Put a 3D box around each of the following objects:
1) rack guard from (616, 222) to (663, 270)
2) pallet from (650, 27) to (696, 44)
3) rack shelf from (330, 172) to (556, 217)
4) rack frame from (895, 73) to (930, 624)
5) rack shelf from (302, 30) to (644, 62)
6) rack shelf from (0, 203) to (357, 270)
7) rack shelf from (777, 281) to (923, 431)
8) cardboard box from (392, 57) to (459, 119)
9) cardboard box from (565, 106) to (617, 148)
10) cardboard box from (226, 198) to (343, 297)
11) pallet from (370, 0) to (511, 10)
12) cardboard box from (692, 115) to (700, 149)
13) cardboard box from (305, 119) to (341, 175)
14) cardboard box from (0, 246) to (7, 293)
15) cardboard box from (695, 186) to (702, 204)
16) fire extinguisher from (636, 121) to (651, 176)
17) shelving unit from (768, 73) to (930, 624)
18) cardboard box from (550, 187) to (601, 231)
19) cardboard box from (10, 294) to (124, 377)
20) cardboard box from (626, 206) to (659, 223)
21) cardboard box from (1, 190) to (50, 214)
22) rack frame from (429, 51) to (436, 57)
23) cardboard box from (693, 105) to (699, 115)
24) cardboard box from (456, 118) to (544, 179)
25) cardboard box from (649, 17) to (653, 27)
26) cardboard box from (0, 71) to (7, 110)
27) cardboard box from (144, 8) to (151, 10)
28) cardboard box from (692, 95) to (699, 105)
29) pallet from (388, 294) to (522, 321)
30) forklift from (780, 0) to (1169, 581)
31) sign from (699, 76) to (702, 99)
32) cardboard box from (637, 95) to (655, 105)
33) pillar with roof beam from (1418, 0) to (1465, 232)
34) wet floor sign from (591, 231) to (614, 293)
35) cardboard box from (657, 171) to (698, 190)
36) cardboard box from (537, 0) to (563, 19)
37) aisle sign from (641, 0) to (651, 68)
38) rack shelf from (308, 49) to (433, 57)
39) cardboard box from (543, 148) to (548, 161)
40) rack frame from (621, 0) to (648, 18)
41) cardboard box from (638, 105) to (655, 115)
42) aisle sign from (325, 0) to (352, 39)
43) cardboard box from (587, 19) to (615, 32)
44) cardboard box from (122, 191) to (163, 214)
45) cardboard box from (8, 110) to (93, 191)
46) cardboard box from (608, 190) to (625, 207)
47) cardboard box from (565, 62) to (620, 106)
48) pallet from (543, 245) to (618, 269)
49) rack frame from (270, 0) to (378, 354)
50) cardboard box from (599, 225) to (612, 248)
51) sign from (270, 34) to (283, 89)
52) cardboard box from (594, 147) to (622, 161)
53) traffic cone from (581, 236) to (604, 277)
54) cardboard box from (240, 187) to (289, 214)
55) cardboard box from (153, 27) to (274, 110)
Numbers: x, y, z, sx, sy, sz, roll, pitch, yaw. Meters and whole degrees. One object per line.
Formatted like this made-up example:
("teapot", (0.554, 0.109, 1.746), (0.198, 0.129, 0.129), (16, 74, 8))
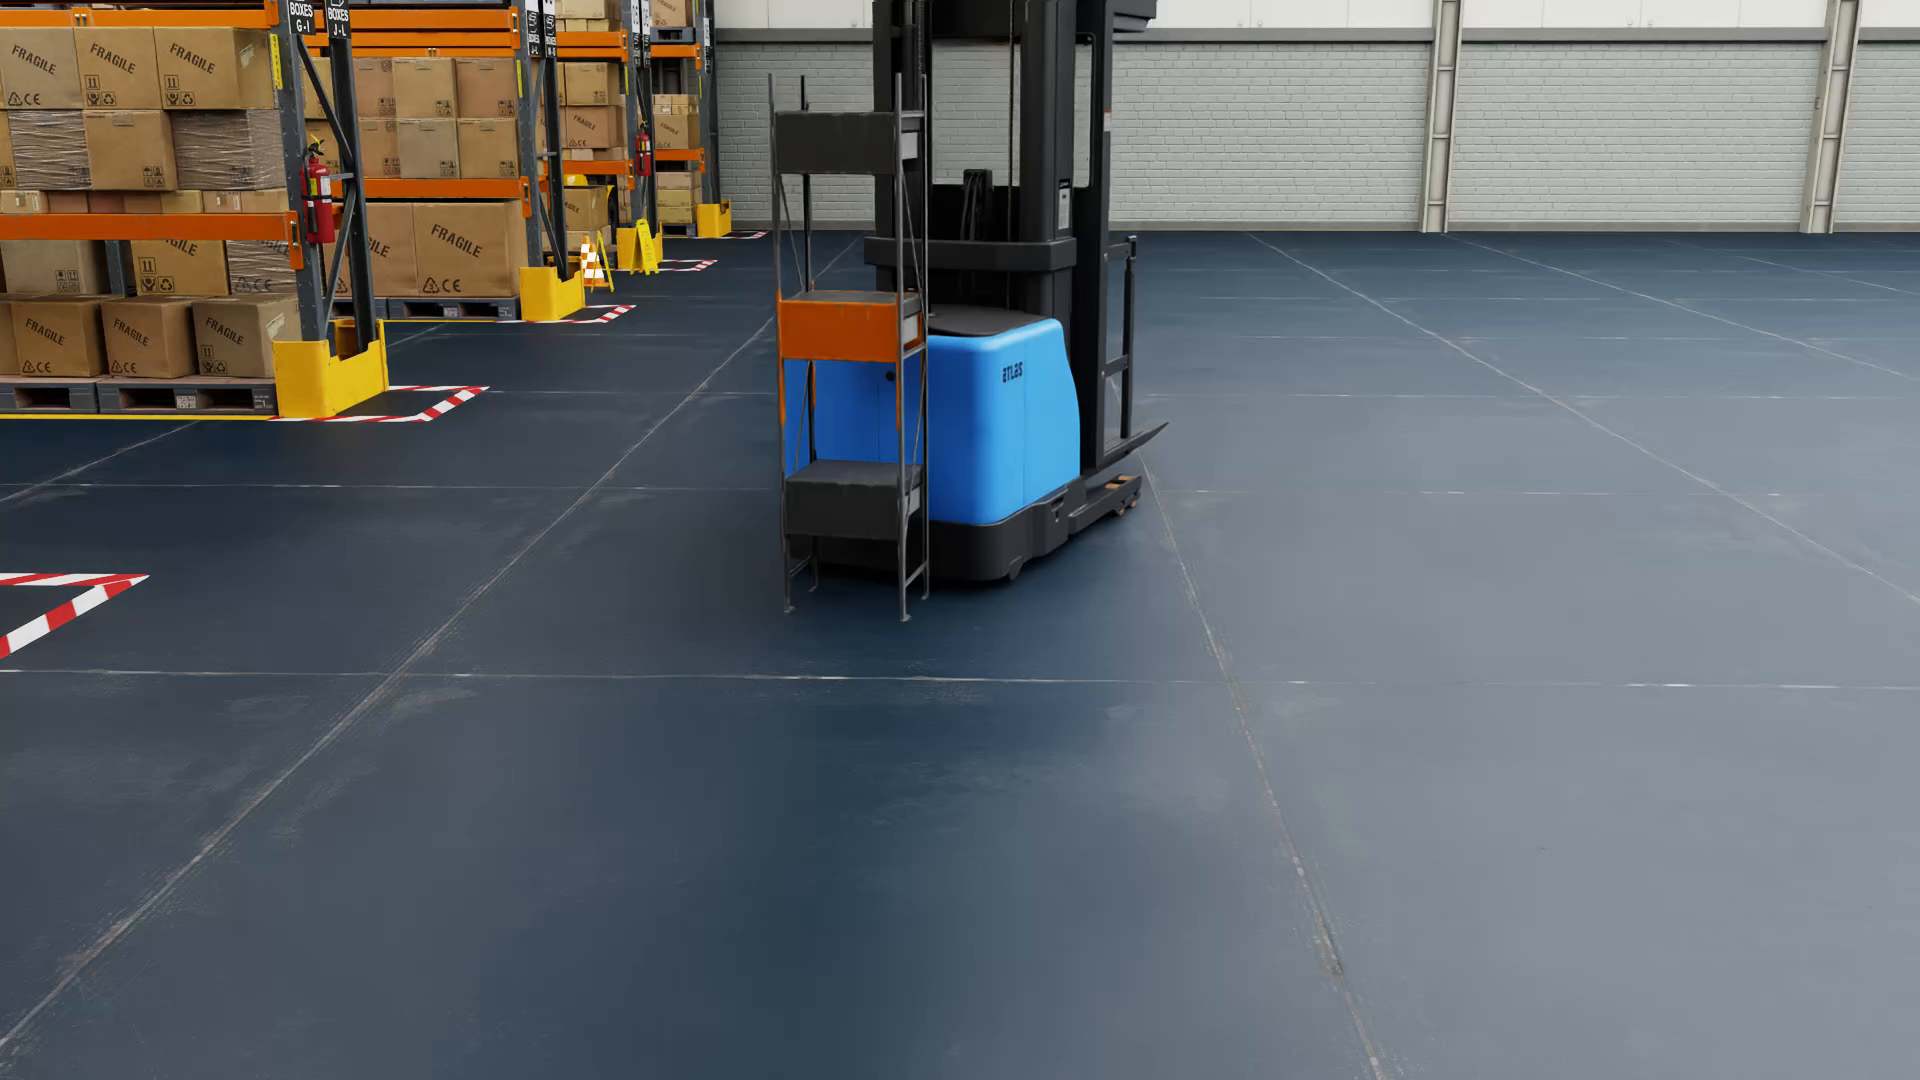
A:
("rack guard", (-4.026, -3.712, 20.930), (0.348, 0.500, 1.175), (0, 15, 1))
("pallet", (-4.533, -7.605, 25.079), (1.213, 0.211, 1.003), (0, 15, 1))
("rack shelf", (-5.975, -3.323, 15.963), (4.000, 0.370, 1.077), (0, 15, 1))
("rack frame", (-0.182, -0.734, 6.506), (0.015, 2.100, 0.400), (4, 15, 13))
("rack shelf", (-5.949, -6.036, 20.368), (4.000, 0.370, 1.077), (0, 15, 1))
("rack shelf", (-6.202, -2.058, 11.172), (4.000, 0.370, 1.077), (0, 15, 1))
("rack shelf", (-0.419, -0.735, 6.565), (0.480, 0.518, 0.431), (4, 15, 13))
("cardboard box", (-4.897, -4.244, 15.636), (0.550, 0.550, 0.875), (0, 15, 1))
("cardboard box", (-4.500, -5.046, 20.306), (0.500, 0.500, 0.500), (0, 15, 0))
("cardboard box", (-6.446, -2.832, 16.037), (0.875, 0.875, 0.875), (0, 15, 2))
("pallet", (-4.717, -5.067, 15.459), (1.213, 0.211, 1.003), (0, 15, 1))
("cardboard box", (-4.315, -6.309, 25.675), (0.500, 0.500, 0.500), (1, 15, 3))
("cardboard box", (-5.985, -3.747, 15.869), (0.500, 0.550, 0.875), (0, 15, 1))
("cardboard box", (-9.561, -2.787, 16.110), (0.750, 0.750, 1.050), (0, 15, 1))
("cardboard box", (-4.292, -5.357, 25.853), (0.500, 0.250, 0.500), (1, 15, 2))
("fire extinguisher", (-3.847, -4.765, 20.171), (0.183, 0.674, 0.296), (0, 15, 1))
("shelving unit", (-0.419, -0.749, 6.562), (0.503, 2.100, 0.431), (4, 15, 13))
("cardboard box", (-4.758, -4.095, 20.579), (0.500, 0.500, 0.500), (0, 15, 2))
("cardboard box", (-6.051, -1.400, 11.343), (0.500, 0.500, 0.500), (2, 15, 7))
("cardboard box", (-4.802, -4.988, 25.432), (0.500, 0.250, 0.500), (0, 15, 1))
("cardboard box", (-5.995, -2.204, 10.806), (0.250, 0.149, 0.380), (0, 15, 1))
("rack frame", (-7.826, -6.212, 25.506), (0.127, 3.000, 1.000), (0, 15, 1))
("cardboard box", (-4.159, -6.617, 25.571), (0.250, 0.149, 0.380), (0, 15, 0))
("cardboard box", (-4.347, -3.721, 15.769), (0.550, 0.550, 0.875), (0, 15, 1))
("cardboard box", (-4.663, -7.694, 24.717), (0.250, 0.149, 0.380), (0, 15, 0))
("cardboard box", (-6.259, -3.020, 10.669), (0.500, 0.500, 0.500), (0, 15, 1))
("cardboard box", (-9.552, -6.502, 20.197), (0.500, 0.250, 0.500), (1, 15, 2))
("cardboard box", (-4.157, -6.749, 25.489), (0.250, 0.149, 0.380), (0, 15, 0))
("pallet", (-4.777, -2.294, 16.122), (1.213, 0.211, 1.003), (0, 15, 1))
("forklift", (0.277, -1.575, 8.063), (1.130, 2.935, 3.031), (7, 16, 23))
("sign", (-3.855, -6.722, 24.705), (0.005, 0.325, 0.100), (0, 15, 1))
("cardboard box", (-4.700, -6.629, 25.036), (0.250, 0.149, 0.380), (1, 15, 3))
("pillar with roof beam", (7.386, -8.145, 21.073), (0.400, 9.000, 9.100), (0, 15, 1))
("wet floor sign", (-3.896, -3.024, 18.036), (0.232, 0.644, 0.267), (-2, 15, -8))
("cardboard box", (-4.295, -5.467, 25.287), (0.500, 0.250, 0.500), (1, 15, 3))
("cardboard box", (-4.971, -6.384, 19.987), (0.500, 0.250, 0.500), (0, 15, 1))
("aisle sign", (-3.880, -6.256, 20.576), (0.004, 0.787, 0.394), (0, 15, 1))
("rack shelf", (-9.825, -7.328, 25.265), (4.000, 0.370, 1.077), (0, 15, 1))
("cardboard box", (-5.099, -4.721, 20.347), (0.250, 0.149, 0.380), (1, 15, 2))
("rack frame", (-3.950, -7.821, 19.844), (0.127, 3.000, 1.000), (0, 15, 1))
("cardboard box", (-4.695, -6.490, 25.093), (0.250, 0.149, 0.380), (1, 15, 2))
("aisle sign", (-4.133, -3.726, 10.987), (0.004, 0.787, 0.394), (0, 15, 1))
("cardboard box", (-4.314, -6.180, 19.997), (0.250, 0.149, 0.380), (0, 15, 2))
("cardboard box", (-5.244, -2.217, 10.854), (0.250, 0.149, 0.380), (0, 15, 1))
("cardboard box", (-5.754, -2.583, 10.970), (0.500, 0.500, 0.875), (0, 15, 1))
("cardboard box", (-5.339, -5.229, 25.366), (0.500, 0.250, 0.500), (0, 15, 0))
("cardboard box", (-4.466, -5.544, 20.233), (0.500, 0.500, 0.700), (0, 15, 0))
("pallet", (-4.837, -3.587, 21.021), (1.213, 0.211, 1.003), (0, 15, 1))
("rack frame", (-4.203, -2.393, 11.031), (0.127, 3.000, 1.000), (0, 15, 1))
("cardboard box", (-4.749, -3.870, 21.194), (0.500, 0.250, 0.500), (0, 15, 1))
("sign", (-4.237, -2.964, 10.307), (0.005, 0.325, 0.100), (0, 15, 1))
("cardboard box", (-4.329, -4.747, 20.444), (0.250, 0.149, 0.380), (1, 15, 3))
("traffic cone", (-4.413, -3.368, 19.697), (0.334, 0.463, 0.336), (0, 15, 1))
("cardboard box", (-4.493, -2.221, 10.870), (0.250, 0.149, 0.380), (0, 15, 1))
("cardboard box", (-4.759, -3.009, 10.627), (0.500, 0.500, 0.500), (0, 15, 1))
